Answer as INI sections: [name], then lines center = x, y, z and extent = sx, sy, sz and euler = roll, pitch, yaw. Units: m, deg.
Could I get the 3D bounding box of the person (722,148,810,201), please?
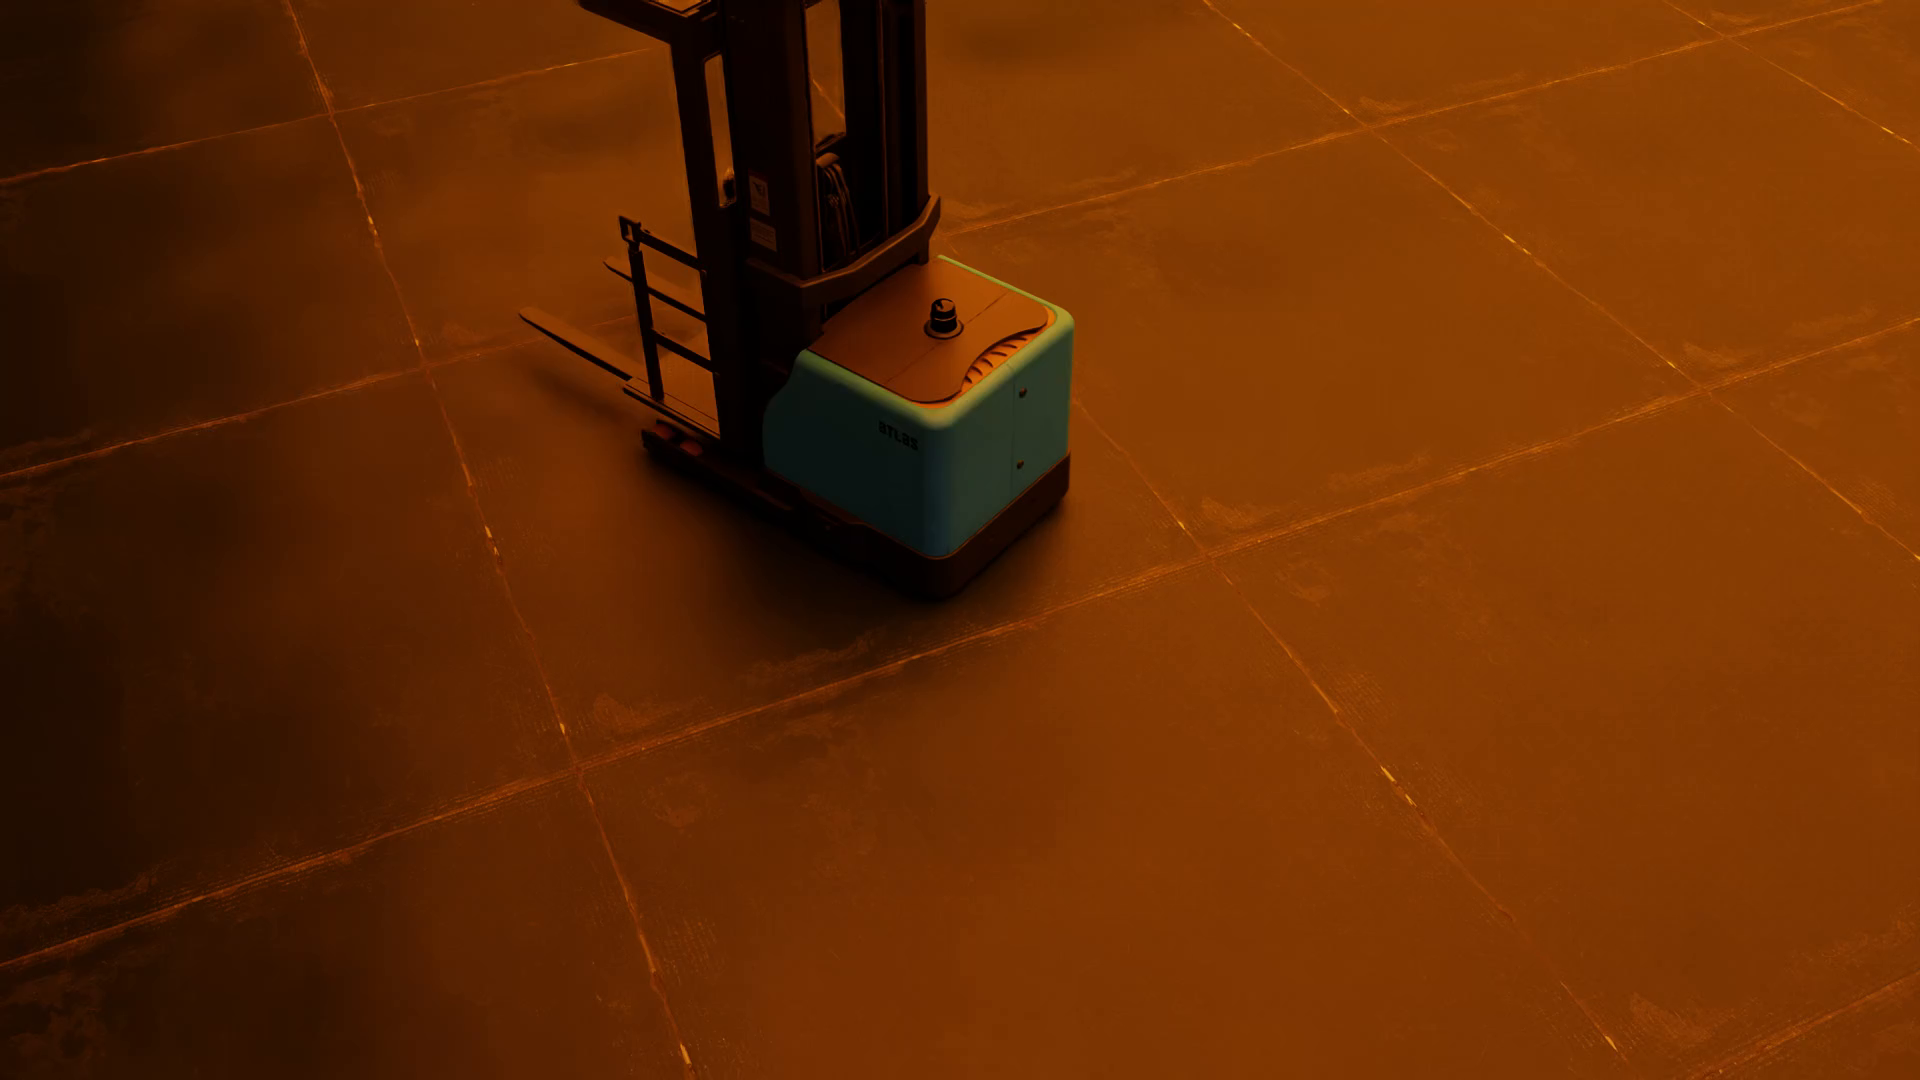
[person]
center = -0.758, -1.453, 8.057
extent = 0.709, 1.691, 0.935
euler = -1, 43, -1

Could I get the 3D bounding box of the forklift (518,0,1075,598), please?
[forklift]
center = -0.947, -1.652, 7.451
extent = 3.031, 2.935, 1.130
euler = 28, 50, 27
